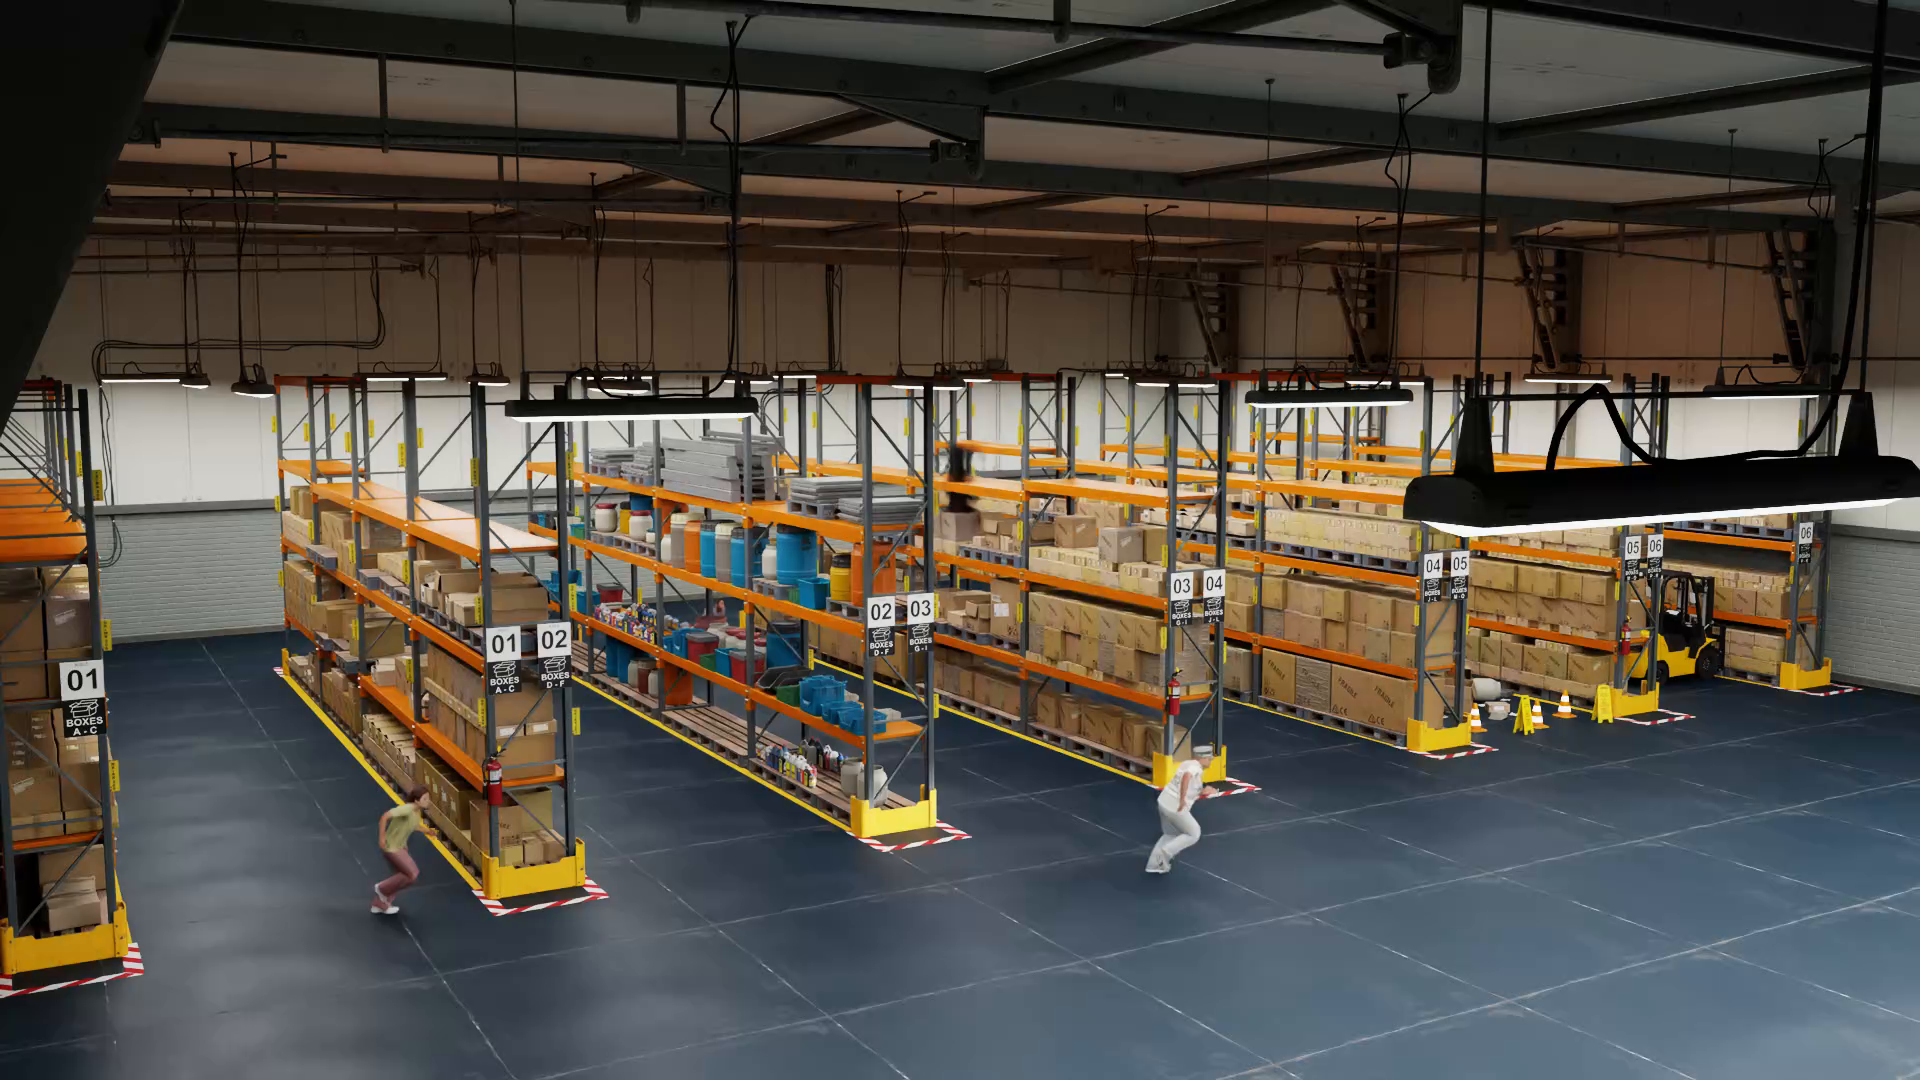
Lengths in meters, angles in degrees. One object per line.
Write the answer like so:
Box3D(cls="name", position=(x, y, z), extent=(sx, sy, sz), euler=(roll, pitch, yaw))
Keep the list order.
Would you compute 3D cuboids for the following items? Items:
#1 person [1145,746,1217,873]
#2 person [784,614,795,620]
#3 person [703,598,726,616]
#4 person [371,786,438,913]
Box3D(cls="person", position=(2.742, 3.321, 20.372), extent=(0.920, 1.571, 0.697), euler=(-1, 6, -11))
Box3D(cls="person", position=(-3.299, 2.052, 31.248), extent=(0.522, 1.338, 0.696), euler=(-6, 9, -43))
Box3D(cls="person", position=(-5.015, 1.922, 33.396), extent=(0.955, 1.615, 0.628), euler=(6, 8, 42))
Box3D(cls="person", position=(-6.337, 3.529, 18.853), extent=(0.791, 1.503, 0.613), euler=(1, 6, 7))
